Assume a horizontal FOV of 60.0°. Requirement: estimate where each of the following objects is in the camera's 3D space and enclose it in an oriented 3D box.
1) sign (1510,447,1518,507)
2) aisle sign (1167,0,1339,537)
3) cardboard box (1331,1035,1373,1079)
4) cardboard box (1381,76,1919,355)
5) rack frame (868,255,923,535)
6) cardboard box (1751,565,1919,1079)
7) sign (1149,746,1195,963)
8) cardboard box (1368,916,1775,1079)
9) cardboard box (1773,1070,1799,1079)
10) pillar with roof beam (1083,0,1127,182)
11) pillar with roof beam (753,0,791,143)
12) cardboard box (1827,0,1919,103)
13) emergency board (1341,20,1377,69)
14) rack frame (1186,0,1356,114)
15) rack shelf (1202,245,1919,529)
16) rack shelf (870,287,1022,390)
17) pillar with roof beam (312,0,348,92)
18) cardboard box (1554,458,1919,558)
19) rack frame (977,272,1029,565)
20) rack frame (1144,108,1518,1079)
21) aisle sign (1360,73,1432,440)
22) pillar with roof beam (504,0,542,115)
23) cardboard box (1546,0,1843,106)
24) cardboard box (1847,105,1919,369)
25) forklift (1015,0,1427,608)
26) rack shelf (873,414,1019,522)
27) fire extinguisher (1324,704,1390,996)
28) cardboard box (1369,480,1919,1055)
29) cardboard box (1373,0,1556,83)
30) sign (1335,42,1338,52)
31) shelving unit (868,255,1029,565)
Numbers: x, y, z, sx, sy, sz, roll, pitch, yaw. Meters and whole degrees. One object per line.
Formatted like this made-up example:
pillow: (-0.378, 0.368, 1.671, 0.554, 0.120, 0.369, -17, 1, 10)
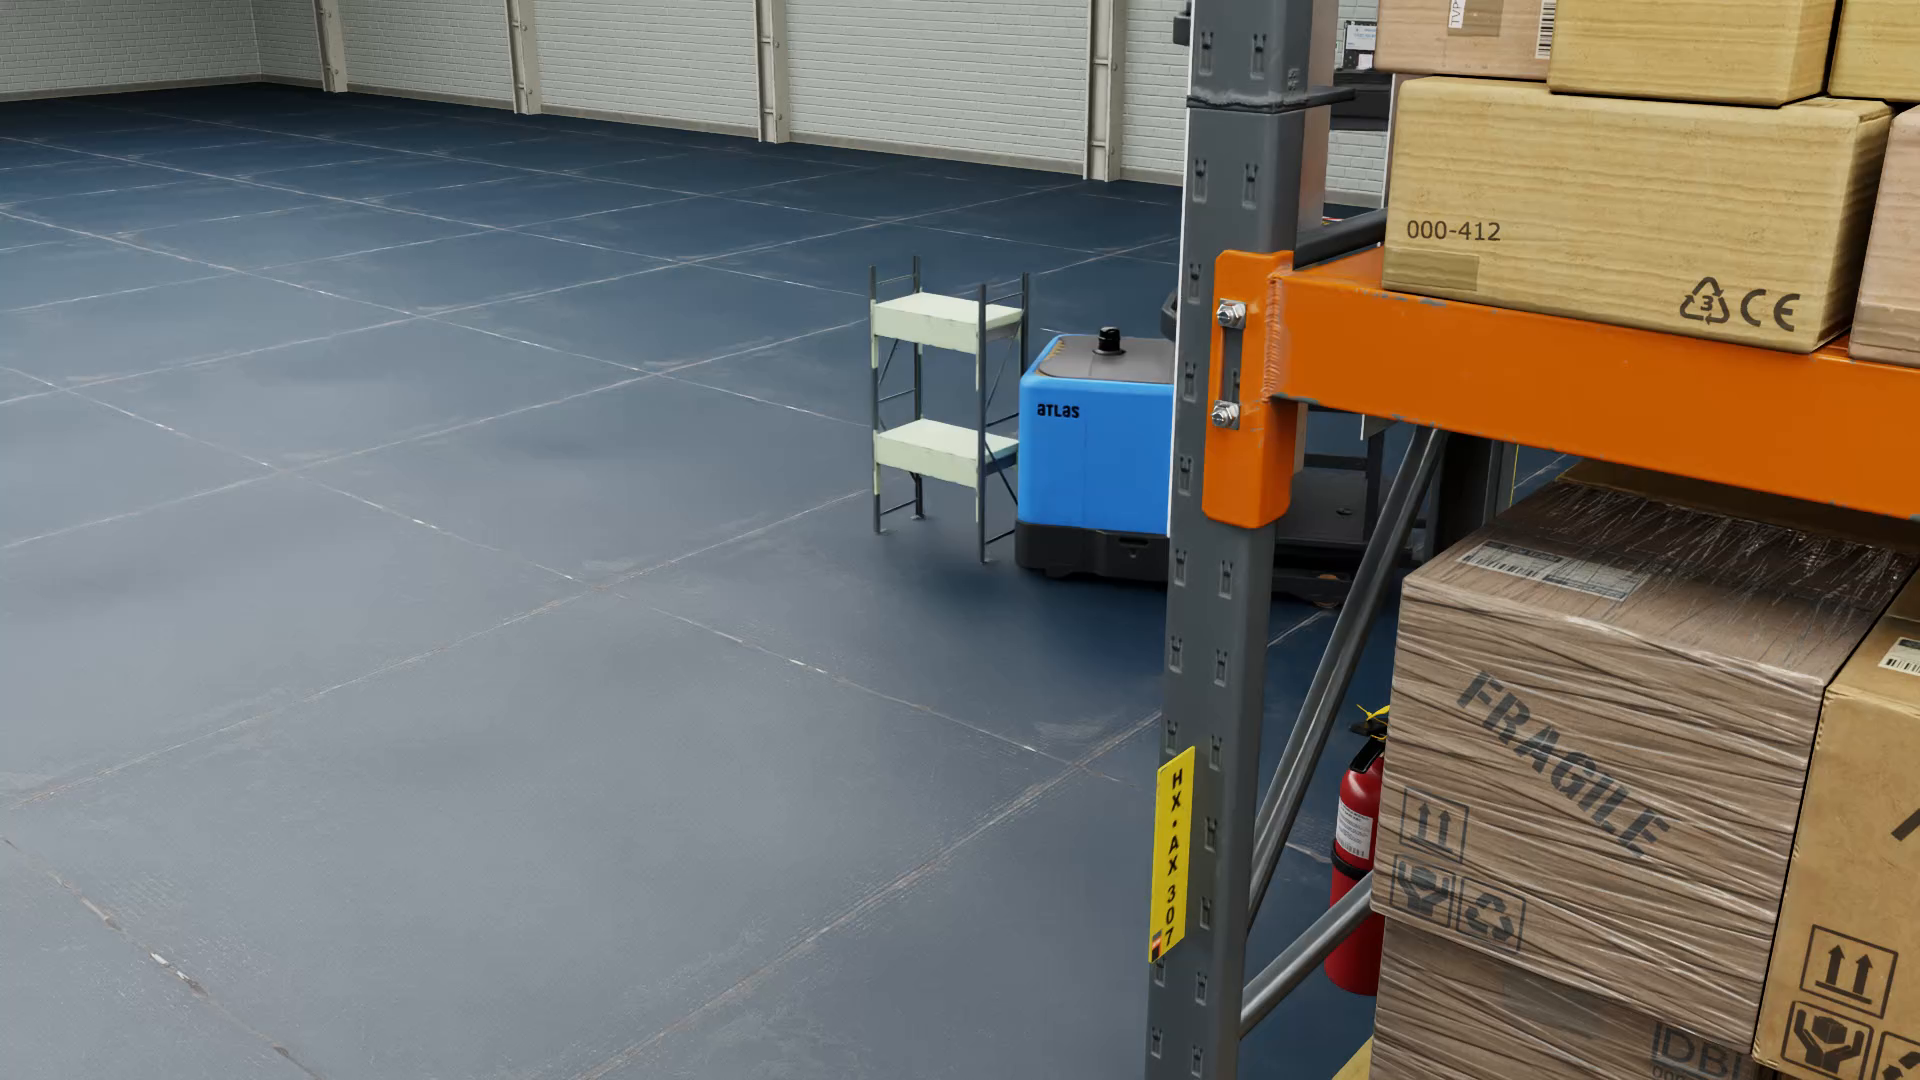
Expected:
sign: (1.024, -0.115, 3.132, 0.005, 0.325, 0.100, 16, 26, 36)
aisle sign: (0.420, -0.426, 2.362, 0.004, 0.787, 0.394, 16, 26, 36)
cardboard box: (0.727, 0.969, 2.705, 0.250, 0.149, 0.380, 16, 26, 36)
cardboard box: (0.867, -0.433, 2.027, 0.500, 0.250, 0.500, 17, 27, 38)
rack frame: (-0.348, -0.787, 9.129, 0.023, 1.500, 0.400, 16, 26, 36)
cardboard box: (1.294, 0.379, 1.931, 0.500, 0.500, 0.500, 16, 26, 36)
sign: (0.314, 0.466, 2.456, 0.005, 0.325, 0.100, 16, 26, 36)
cardboard box: (1.066, 0.666, 2.586, 0.500, 0.500, 0.875, 16, 26, 36)
cardboard box: (1.529, 0.745, 2.378, 0.500, 0.500, 0.875, 16, 26, 36)
pillar with roof beam: (-0.876, -7.728, 16.907, 0.400, 9.000, 9.100, 16, 26, 36)
pillar with roof beam: (-5.525, -9.066, 20.457, 0.400, 9.000, 9.100, 16, 26, 36)
cardboard box: (1.138, -0.566, 1.815, 0.250, 0.149, 0.380, 16, 26, 35)
emergency board: (4.604, -5.321, 19.026, 0.643, 1.169, 0.194, 16, 26, 36)
rack frame: (0.657, -2.085, 1.943, 0.127, 3.000, 1.000, 16, 26, 36)
rack shelf: (2.207, 0.102, 1.416, 4.000, 0.370, 1.077, 16, 26, 36)
rack shelf: (-0.062, -1.072, 8.778, 0.720, 0.370, 0.431, 16, 26, 36)
pillar with roof beam: (-14.821, -11.744, 27.556, 0.400, 9.000, 9.100, 16, 26, 36)
cardboard box: (1.240, 0.124, 2.609, 0.500, 0.500, 0.500, 16, 26, 36)
rack frame: (0.225, -0.626, 8.703, 0.023, 1.500, 0.400, 16, 26, 36)
rack frame: (0.657, 0.722, 3.002, 0.127, 3.000, 1.000, 16, 26, 36)
aisle sign: (0.799, -0.590, 2.797, 0.004, 0.787, 0.394, 16, 26, 36)
pillar with roof beam: (-10.173, -10.405, 24.007, 0.400, 9.000, 9.100, 16, 26, 36)
cardboard box: (0.864, -0.589, 1.875, 0.250, 0.149, 0.380, 17, 26, 37)
cardboard box: (1.271, -0.320, 1.726, 0.500, 0.250, 0.500, 15, 26, 35)
forklift: (1.859, -1.223, 8.257, 3.031, 2.935, 1.130, 5, 21, 13)
rack shelf: (-0.062, -0.401, 9.031, 0.720, 0.370, 0.431, 16, 26, 36)
fire extinguisher: (0.860, 0.607, 3.417, 0.183, 0.674, 0.296, 16, 26, 36)
cardboard box: (0.911, 0.266, 2.232, 0.500, 0.500, 0.500, 16, 26, 36)
cardboard box: (0.724, -0.673, 2.098, 0.250, 0.149, 0.380, 16, 26, 36)
sign: (4.238, -5.733, 19.319, 0.331, 0.109, 0.001, 16, 26, 36)
shelving unit: (-0.062, -0.706, 8.916, 0.755, 1.500, 0.431, 16, 26, 36)
